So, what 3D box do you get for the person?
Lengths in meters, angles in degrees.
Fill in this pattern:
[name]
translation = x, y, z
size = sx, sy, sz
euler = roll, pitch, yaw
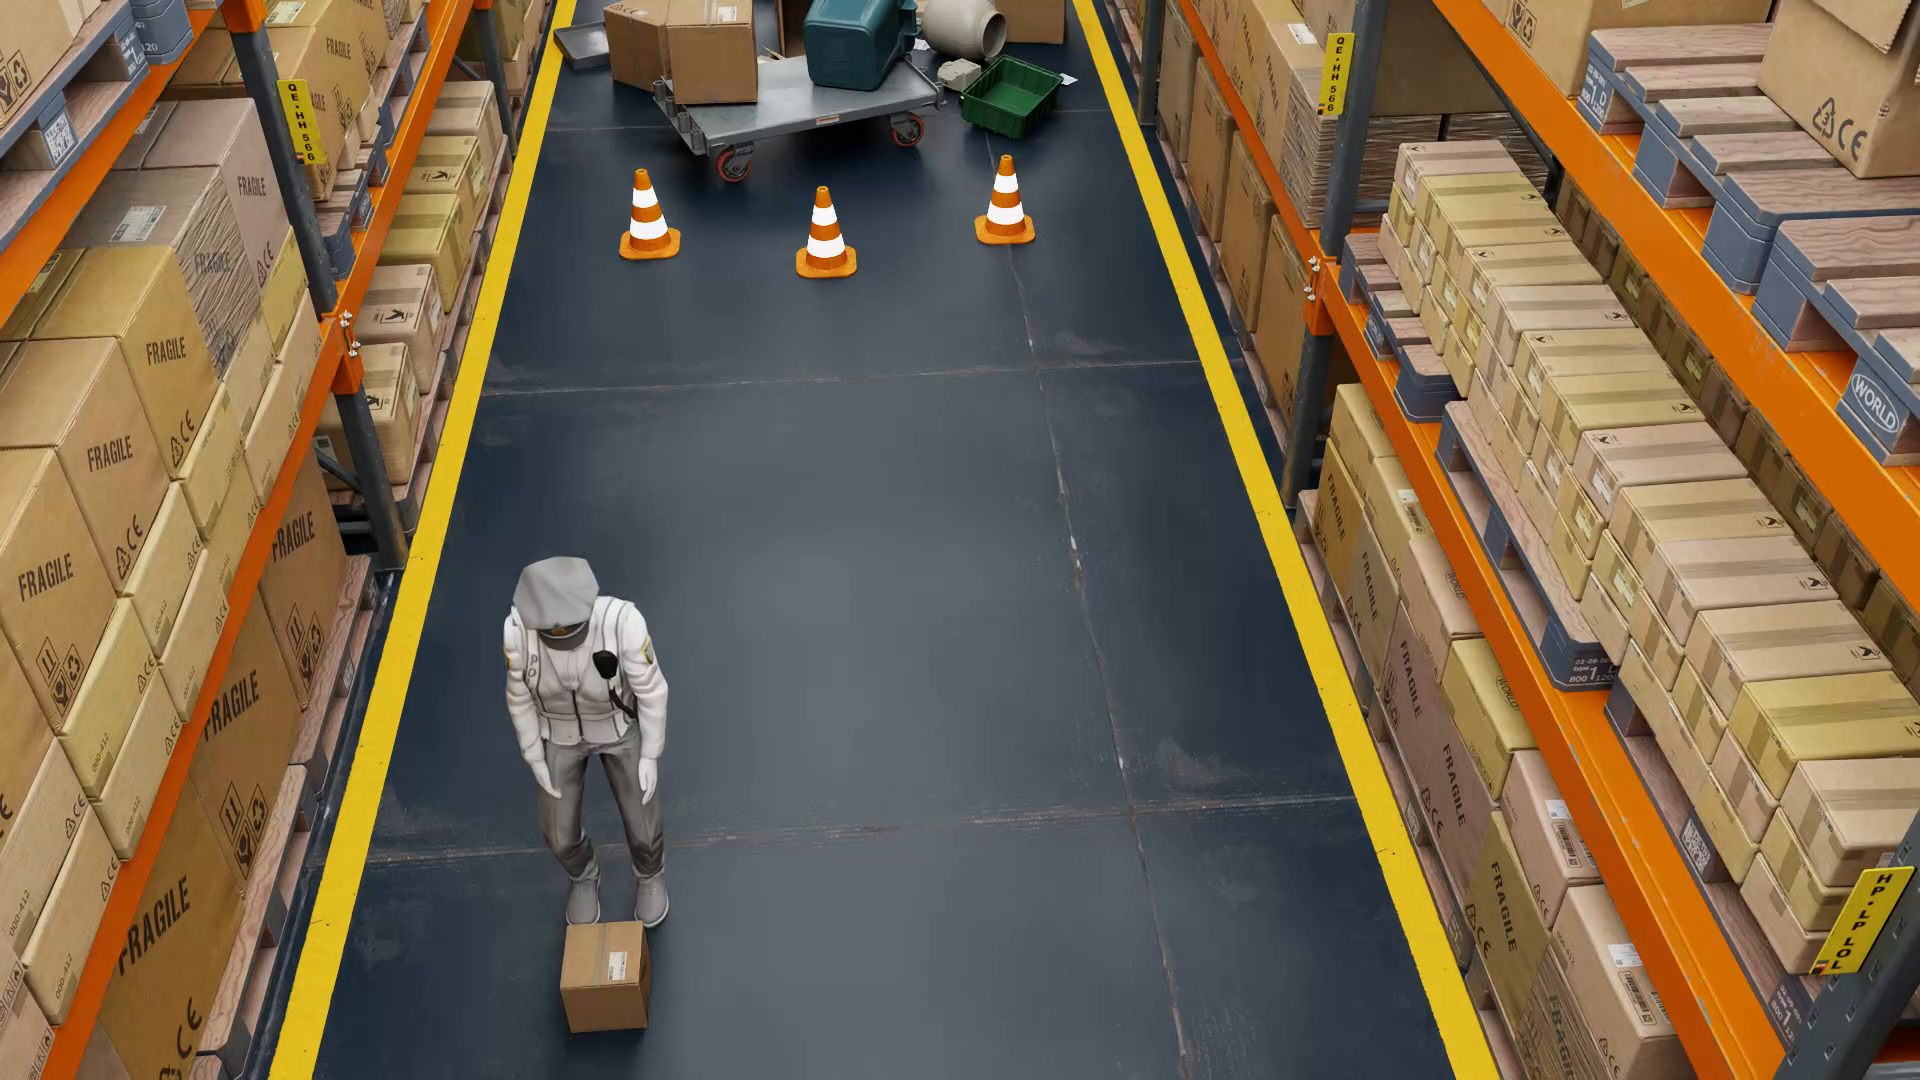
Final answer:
[person]
translation = -1.182, 0.662, 5.404
size = 0.508, 1.603, 0.485
euler = -2, 39, -3
